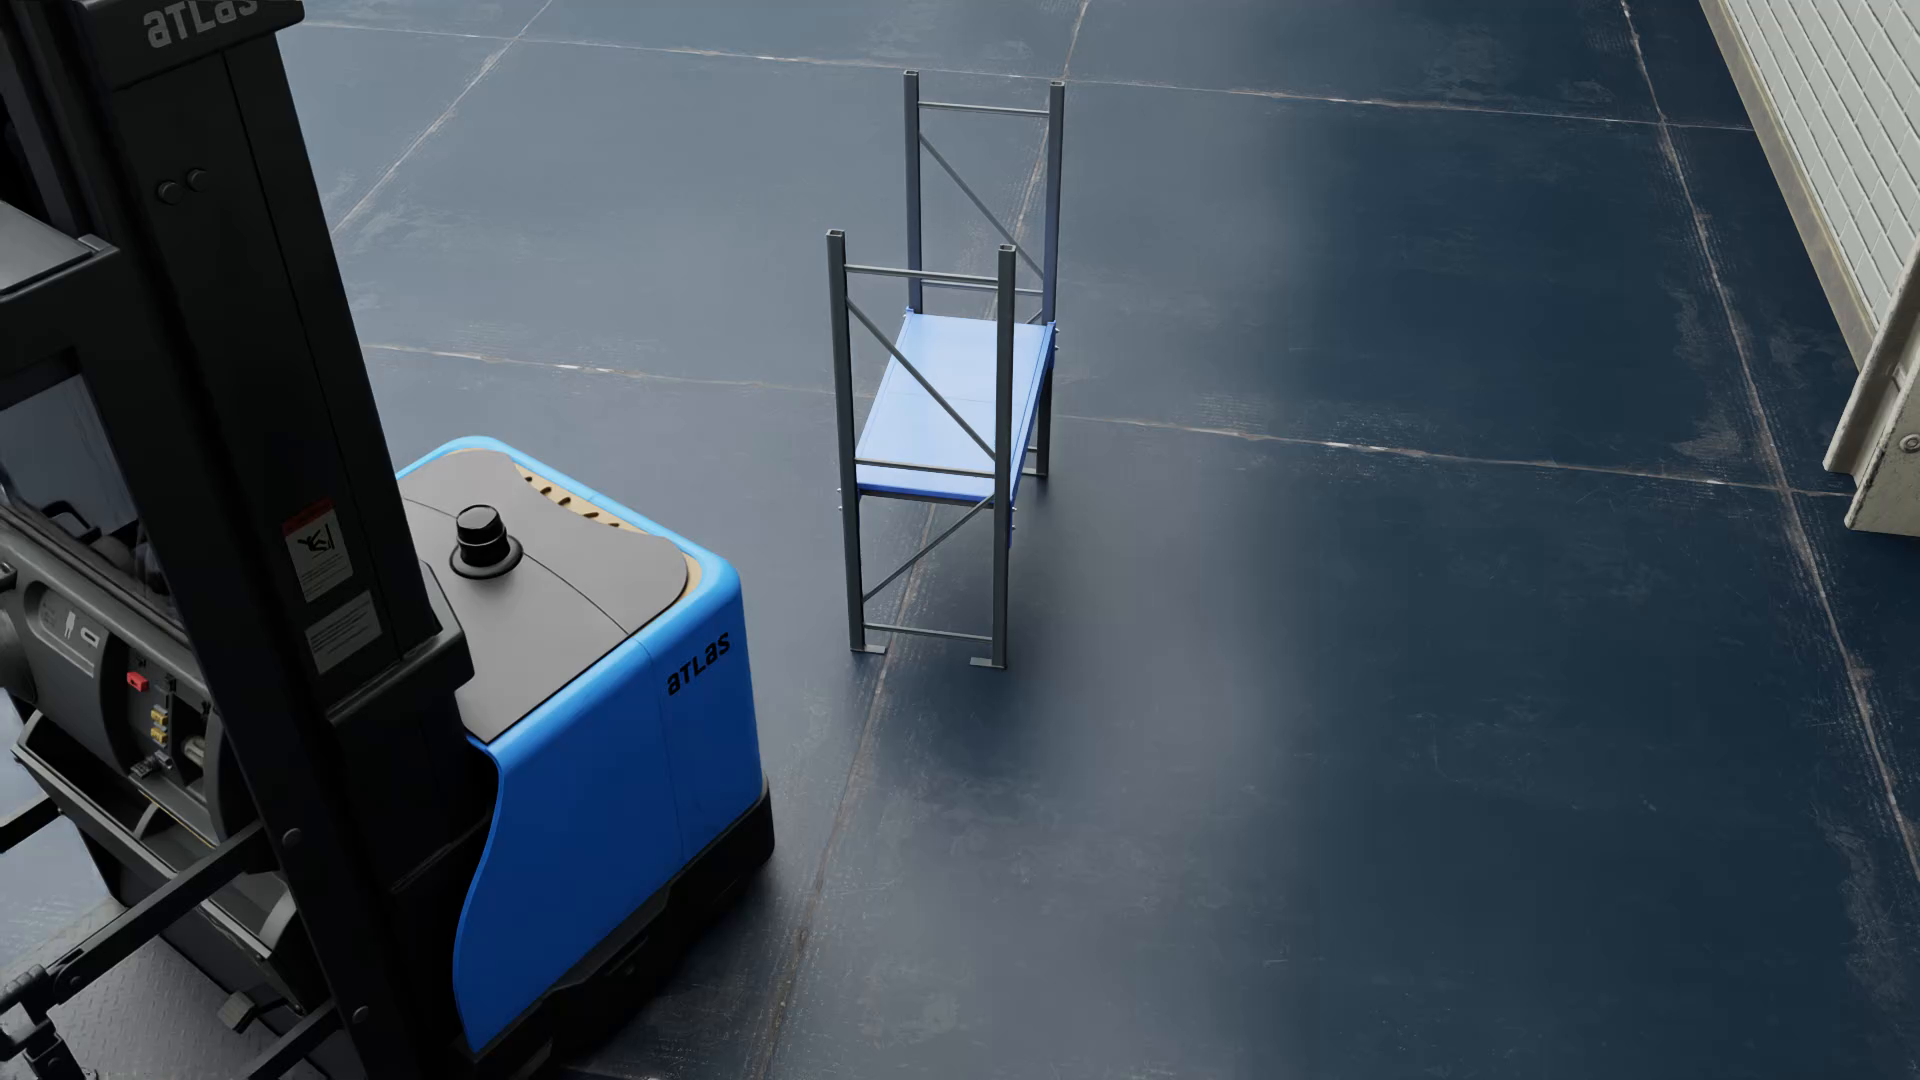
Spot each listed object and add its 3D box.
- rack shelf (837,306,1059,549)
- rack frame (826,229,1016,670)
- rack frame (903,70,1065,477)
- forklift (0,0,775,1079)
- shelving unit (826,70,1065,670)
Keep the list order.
[{"bbox_3d":[-0.015,-0.386,5.322,0.538,0.185,1.000,6,40,8],"label":"rack shelf"},{"bbox_3d":[-0.103,-0.205,4.821,0.500,1.500,0.032,6,40,8],"label":"rack frame"},{"bbox_3d":[0.073,-0.844,5.593,0.500,1.500,0.032,6,40,8],"label":"rack frame"},{"bbox_3d":[-1.798,0.332,3.049,1.130,2.935,3.031,25,46,27],"label":"forklift"},{"bbox_3d":[-0.015,-0.524,5.207,0.538,1.500,1.048,6,40,8],"label":"shelving unit"}]
